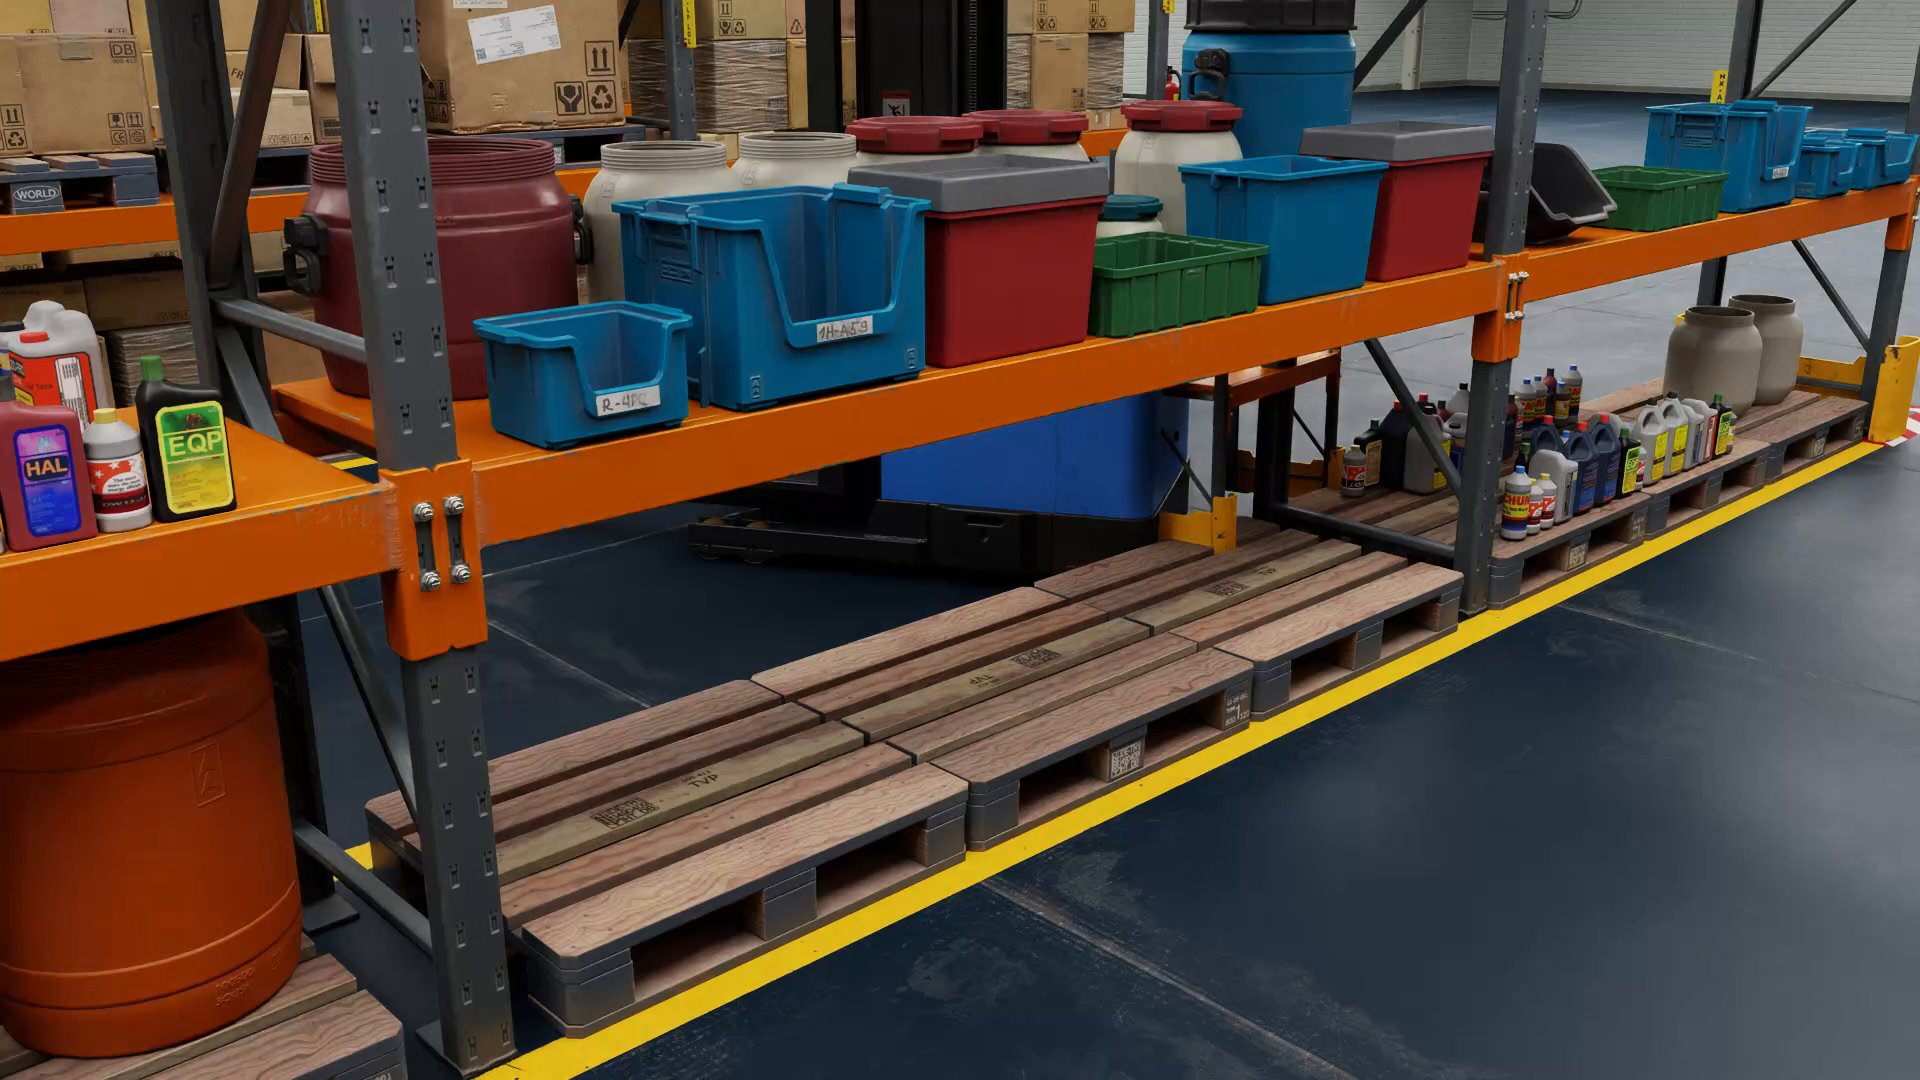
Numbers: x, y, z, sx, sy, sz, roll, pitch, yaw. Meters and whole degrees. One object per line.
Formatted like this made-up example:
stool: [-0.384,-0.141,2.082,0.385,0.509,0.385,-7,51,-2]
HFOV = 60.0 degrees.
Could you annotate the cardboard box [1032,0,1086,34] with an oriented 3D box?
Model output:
cardboard box: [0.484,-3.608,10.984,0.500,0.500,0.500,-16,24,-41]

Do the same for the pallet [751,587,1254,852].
pallet: [0.139,0.496,5.112,1.213,0.211,1.003,-16,24,-41]

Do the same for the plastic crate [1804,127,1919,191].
plastic crate: [4.318,-1.869,8.126,0.616,0.251,0.499,-16,24,-41]

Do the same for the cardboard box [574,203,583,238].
cardboard box: [-3.346,-3.199,14.753,0.875,0.875,0.875,-17,24,-42]

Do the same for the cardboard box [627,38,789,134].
cardboard box: [-1.464,-2.646,9.637,0.500,0.500,0.875,-16,24,-41]

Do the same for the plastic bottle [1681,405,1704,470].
plastic bottle: [3.140,-0.462,7.250,0.135,0.276,0.152,-17,25,-42]

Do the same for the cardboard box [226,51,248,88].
cardboard box: [-5.363,-3.385,12.400,0.500,0.500,0.500,-16,24,-41]

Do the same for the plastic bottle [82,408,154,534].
plastic bottle: [-1.434,-0.121,2.817,0.097,0.201,0.097,0,18,0]

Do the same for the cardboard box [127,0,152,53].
cardboard box: [-5.896,-3.815,12.105,0.500,0.500,0.700,-17,24,-42]

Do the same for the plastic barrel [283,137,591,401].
plastic barrel: [-1.208,-0.648,3.900,0.708,0.536,0.600,-16,24,-41]

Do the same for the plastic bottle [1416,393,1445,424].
plastic bottle: [1.979,-0.456,7.109,0.144,0.351,0.185,16,24,41]

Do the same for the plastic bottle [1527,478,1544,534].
plastic bottle: [2.176,-0.134,6.358,0.097,0.201,0.097,0,18,0]

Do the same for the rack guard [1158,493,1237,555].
rack guard: [0.780,-0.084,6.372,0.587,0.250,0.087,10,19,35]

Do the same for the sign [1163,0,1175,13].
sign: [1.440,-3.795,11.437,0.005,0.325,0.100,-16,24,-41]

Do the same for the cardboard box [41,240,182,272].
cardboard box: [-6.260,-2.282,12.127,0.750,0.750,1.050,-16,24,-41]

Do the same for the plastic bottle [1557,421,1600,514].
plastic bottle: [2.441,-0.292,6.604,0.185,0.351,0.144,-15,24,-39]

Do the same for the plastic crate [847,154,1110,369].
plastic crate: [0.048,-0.722,4.244,0.583,0.464,0.402,-16,24,-41]

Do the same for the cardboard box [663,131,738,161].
cardboard box: [-1.470,-2.234,9.418,0.250,0.149,0.380,-16,24,-41]

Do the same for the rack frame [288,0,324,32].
rack frame: [-5.167,-3.508,12.941,0.127,3.000,1.000,-16,24,-41]

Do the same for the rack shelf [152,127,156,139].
rack shelf: [-6.621,-2.742,11.745,4.000,0.370,1.077,-16,24,-41]

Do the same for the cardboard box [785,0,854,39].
cardboard box: [-0.969,-3.184,9.677,0.500,0.500,0.500,-16,24,-41]

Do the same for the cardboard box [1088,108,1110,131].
cardboard box: [0.826,-2.944,11.608,0.250,0.149,0.380,-16,24,-41]

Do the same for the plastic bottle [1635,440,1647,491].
plastic bottle: [2.800,-0.316,6.920,0.097,0.201,0.097,0,18,0]

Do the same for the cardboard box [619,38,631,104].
cardboard box: [-3.377,-4.126,14.604,0.550,0.550,0.875,-16,24,-41]

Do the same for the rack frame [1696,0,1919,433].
rack frame: [4.476,-2.113,8.637,0.127,3.000,1.000,-16,24,-41]

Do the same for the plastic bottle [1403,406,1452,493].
plastic bottle: [1.939,-0.383,6.884,0.185,0.351,0.144,-16,24,-41]

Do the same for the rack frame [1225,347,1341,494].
rack frame: [1.369,-0.909,7.000,0.500,1.500,0.032,10,19,35]

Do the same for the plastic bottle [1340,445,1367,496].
plastic bottle: [1.619,-0.290,6.839,0.097,0.201,0.097,0,18,0]

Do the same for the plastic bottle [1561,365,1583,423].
plastic bottle: [2.945,-0.710,8.021,0.097,0.271,0.097,0,18,0]

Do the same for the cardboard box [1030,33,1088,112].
cardboard box: [0.374,-3.168,11.249,0.500,0.500,0.875,-16,24,-41]

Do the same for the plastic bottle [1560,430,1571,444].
plastic bottle: [2.464,-0.312,6.795,0.097,0.271,0.097,0,18,0]

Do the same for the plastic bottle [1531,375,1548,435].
plastic bottle: [2.696,-0.637,7.797,0.097,0.271,0.097,0,18,0]

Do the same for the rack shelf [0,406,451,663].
rack shelf: [-2.790,0.349,2.213,4.000,0.370,1.077,-16,24,-41]

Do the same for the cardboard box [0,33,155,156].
cardboard box: [-4.038,-2.039,7.567,0.500,0.500,0.700,-12,22,-33]

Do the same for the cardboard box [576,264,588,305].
cardboard box: [-2.294,-1.270,9.378,0.700,0.500,0.500,16,24,40]

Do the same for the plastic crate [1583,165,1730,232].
plastic crate: [2.750,-1.389,6.748,0.662,0.188,0.450,-16,24,-41]

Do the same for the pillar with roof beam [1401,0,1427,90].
pillar with roof beam: [14.483,-14.855,38.212,0.400,9.000,9.100,-16,24,-41]

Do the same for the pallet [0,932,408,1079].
pallet: [-1.881,1.085,3.295,1.213,0.211,1.003,-16,24,-41]

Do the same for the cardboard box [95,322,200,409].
cardboard box: [-3.872,-0.815,7.973,0.700,0.500,0.500,15,24,39]

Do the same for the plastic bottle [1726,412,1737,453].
plastic bottle: [3.443,-0.503,7.498,0.097,0.201,0.097,0,18,0]

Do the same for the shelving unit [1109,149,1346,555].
shelving unit: [1.065,-0.796,6.597,0.587,1.500,1.083,10,19,35]

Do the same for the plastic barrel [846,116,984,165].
plastic barrel: [-0.123,-0.929,4.766,0.433,0.535,0.433,0,18,0]

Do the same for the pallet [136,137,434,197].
pallet: [-3.329,-1.865,8.184,1.213,0.211,1.003,-16,24,-41]

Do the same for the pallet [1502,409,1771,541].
pallet: [2.973,-0.331,7.665,1.213,0.211,1.003,-16,24,-41]

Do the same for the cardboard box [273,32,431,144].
cardboard box: [-3.029,-2.236,8.169,0.637,0.503,0.797,-13,22,-35]

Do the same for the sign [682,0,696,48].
sign: [-1.449,-2.802,8.887,0.005,0.325,0.100,-16,24,-41]

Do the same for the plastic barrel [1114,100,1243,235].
plastic barrel: [0.724,-1.176,5.528,0.433,0.535,0.433,0,18,0]

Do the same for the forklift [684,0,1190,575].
forklift: [-0.599,-1.447,6.696,3.031,2.935,1.130,5,19,15]

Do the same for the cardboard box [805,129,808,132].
cardboard box: [-0.942,-2.398,9.925,0.250,0.149,0.380,-16,24,-41]

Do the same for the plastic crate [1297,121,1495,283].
plastic crate: [1.428,-1.124,5.485,0.583,0.464,0.402,-16,24,-41]

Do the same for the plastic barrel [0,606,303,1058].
plastic barrel: [-1.680,0.523,3.347,0.708,0.830,0.600,-16,24,-41]
